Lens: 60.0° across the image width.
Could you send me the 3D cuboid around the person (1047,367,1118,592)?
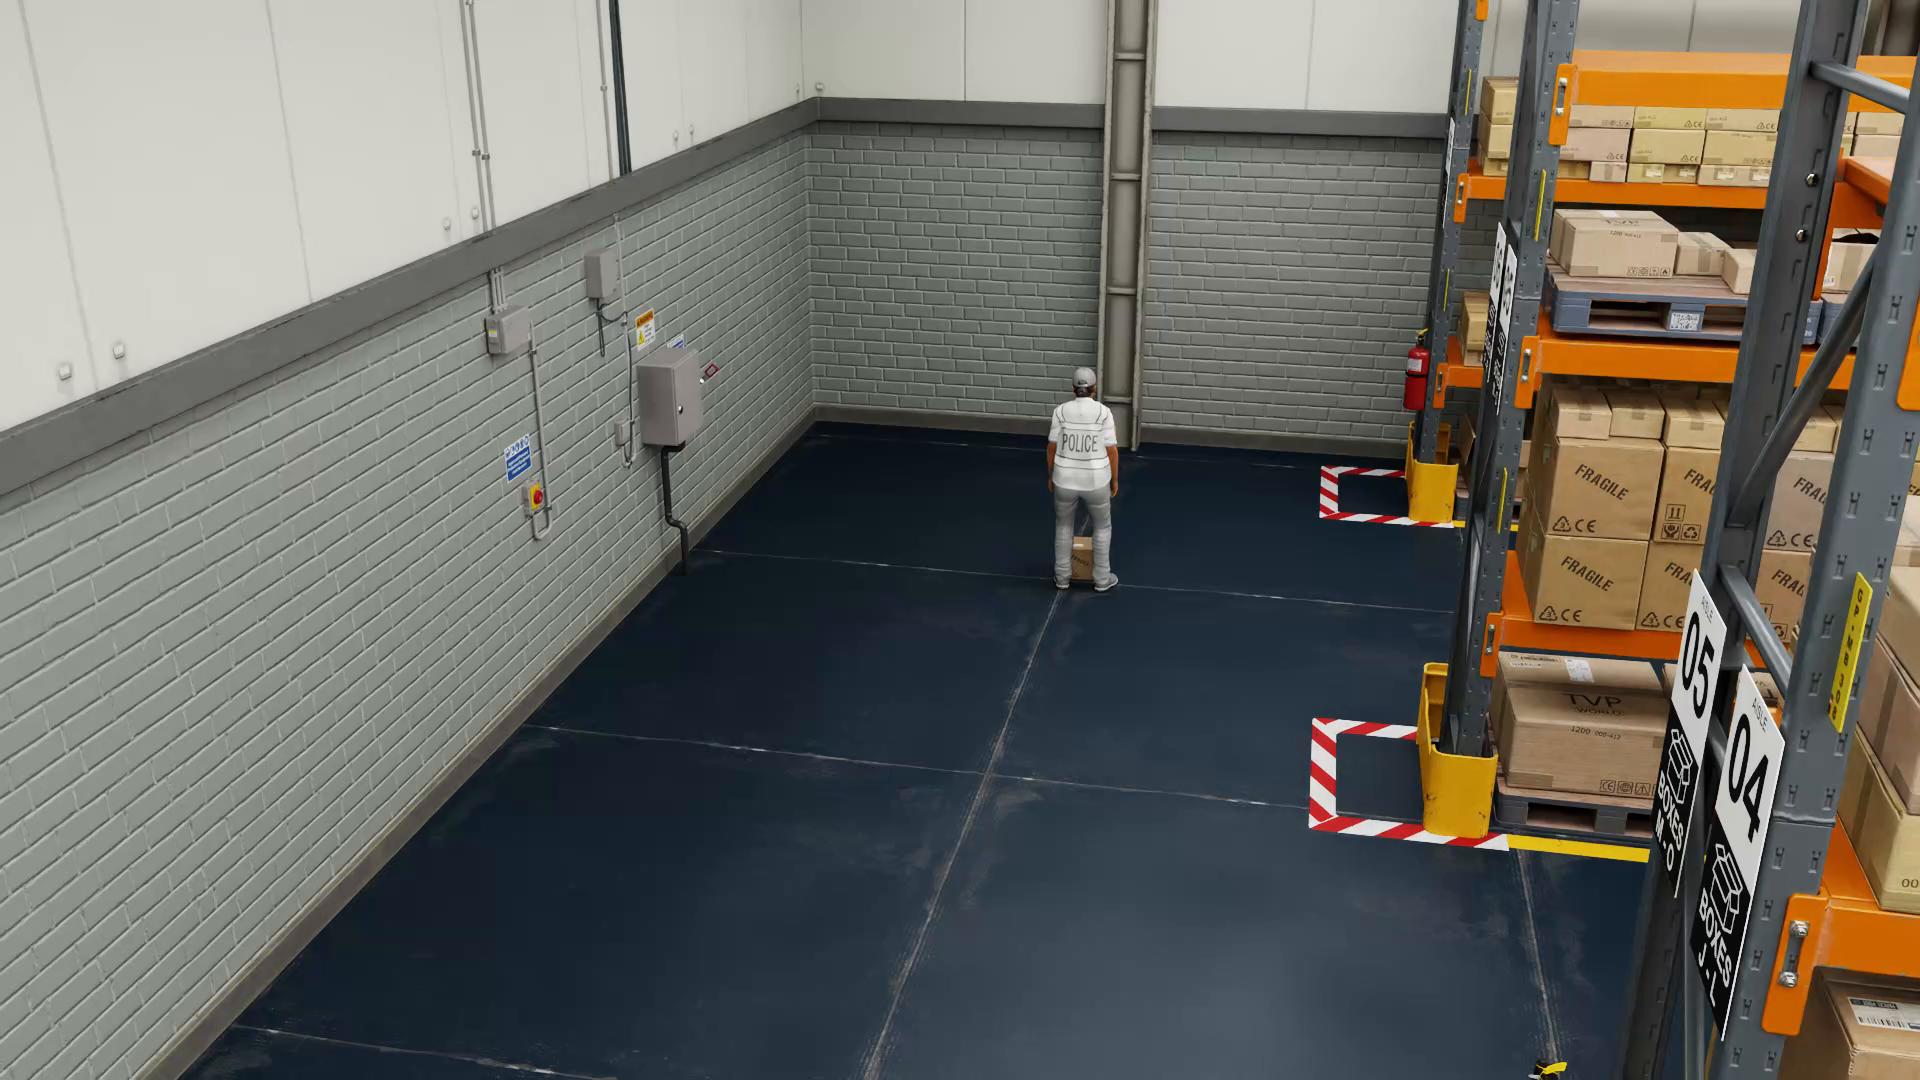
[{"bbox_3d":[0.905,-0.438,12.177,0.538,1.666,0.465,5,22,11],"label":"person"}]
